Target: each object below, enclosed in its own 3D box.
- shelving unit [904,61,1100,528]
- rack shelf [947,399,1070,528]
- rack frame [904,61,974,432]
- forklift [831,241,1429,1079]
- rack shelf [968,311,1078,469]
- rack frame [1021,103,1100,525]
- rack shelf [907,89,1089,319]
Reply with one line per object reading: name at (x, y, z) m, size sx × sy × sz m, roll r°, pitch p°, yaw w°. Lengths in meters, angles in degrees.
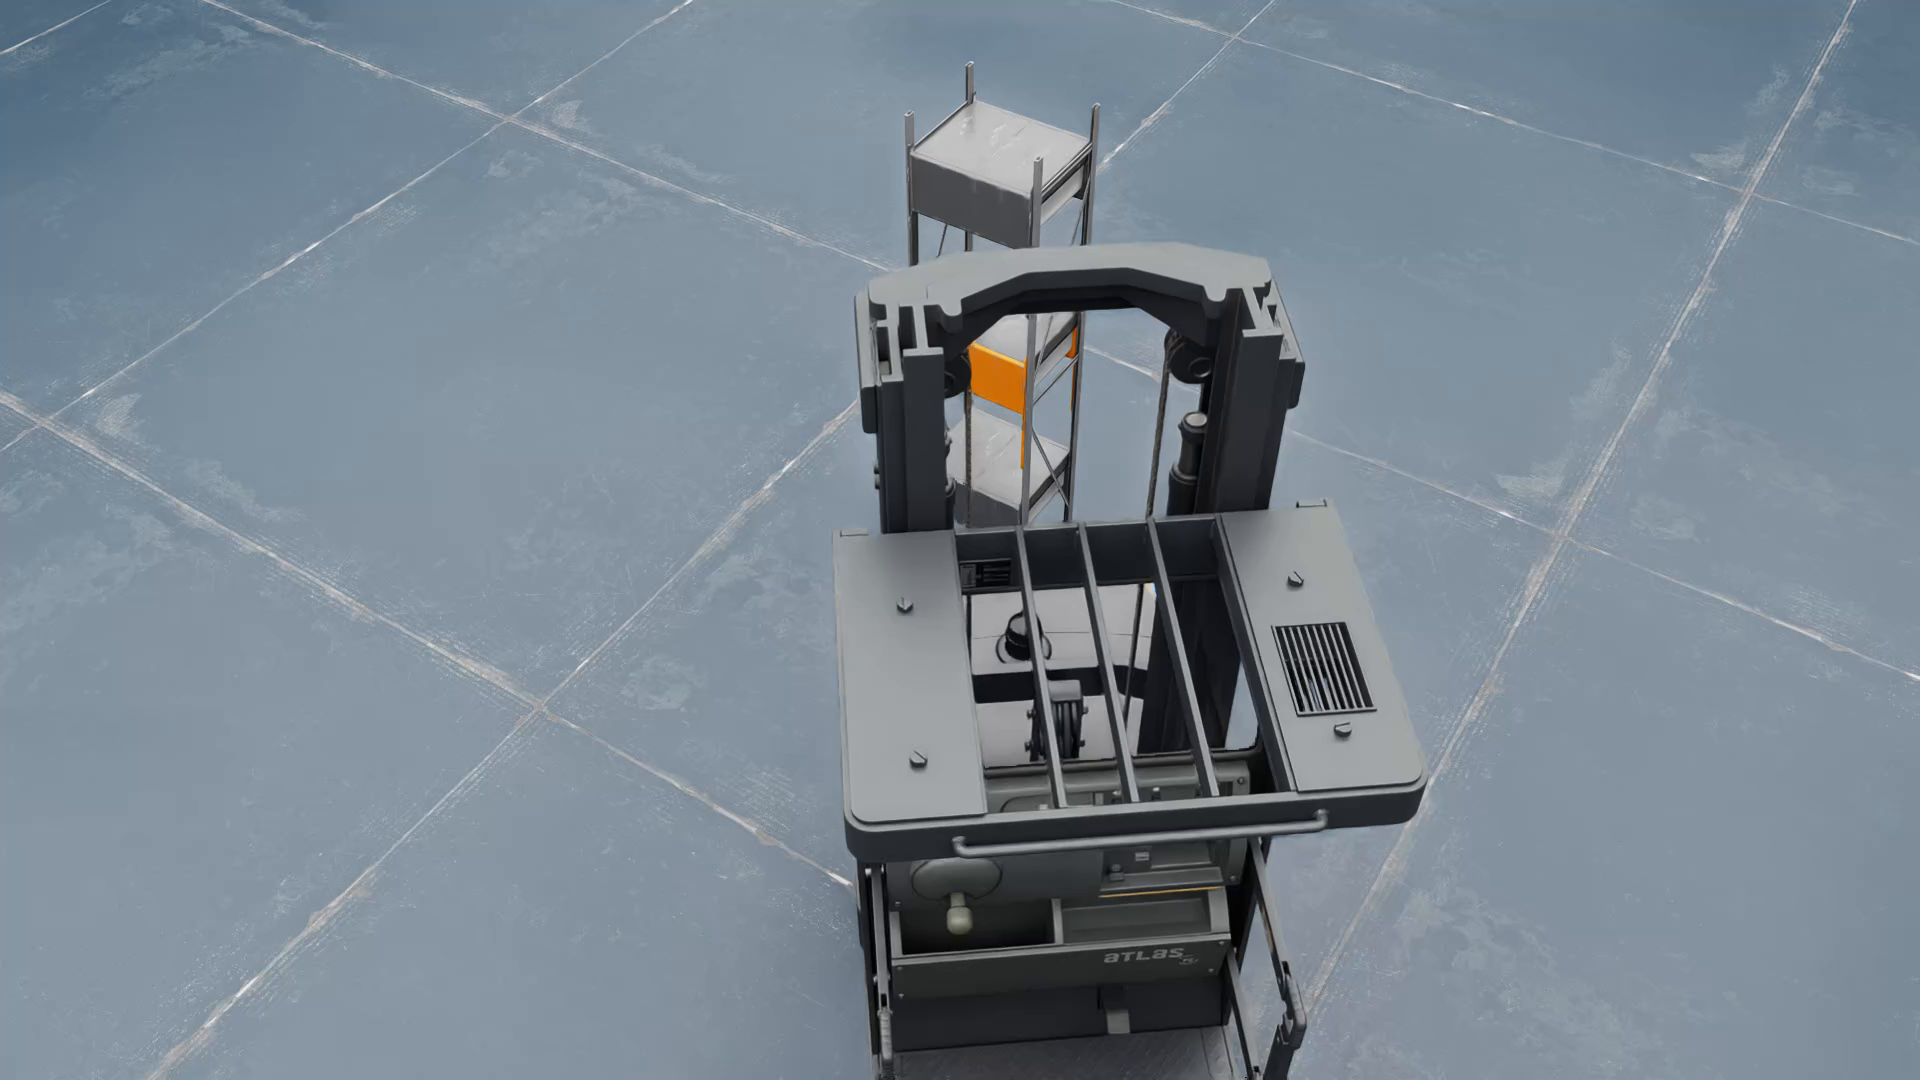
shelving unit at (0.139, -0.668, 6.157) m, size 0.503 × 2.100 × 0.431 m, roll 25°, pitch 51°, yaw 22°
rack shelf at (0.139, -0.170, 6.668) m, size 0.480 × 0.518 × 0.431 m, roll 25°, pitch 51°, yaw 22°
rack frame at (-0.066, -0.762, 6.248) m, size 0.015 × 2.100 × 0.400 m, roll 25°, pitch 51°, yaw 22°
forklift at (0.293, 0.877, 4.075) m, size 1.130 × 2.935 × 3.031 m, roll -4°, pitch 46°, yaw -4°
rack shelf at (0.139, -0.658, 6.166) m, size 0.480 × 0.518 × 0.431 m, roll 25°, pitch 51°, yaw 22°
rack frame at (0.345, -0.573, 6.065) m, size 0.015 × 2.100 × 0.400 m, roll 25°, pitch 51°, yaw 22°
rack shelf at (0.139, -1.146, 5.664) m, size 0.480 × 0.518 × 0.431 m, roll 25°, pitch 51°, yaw 22°
